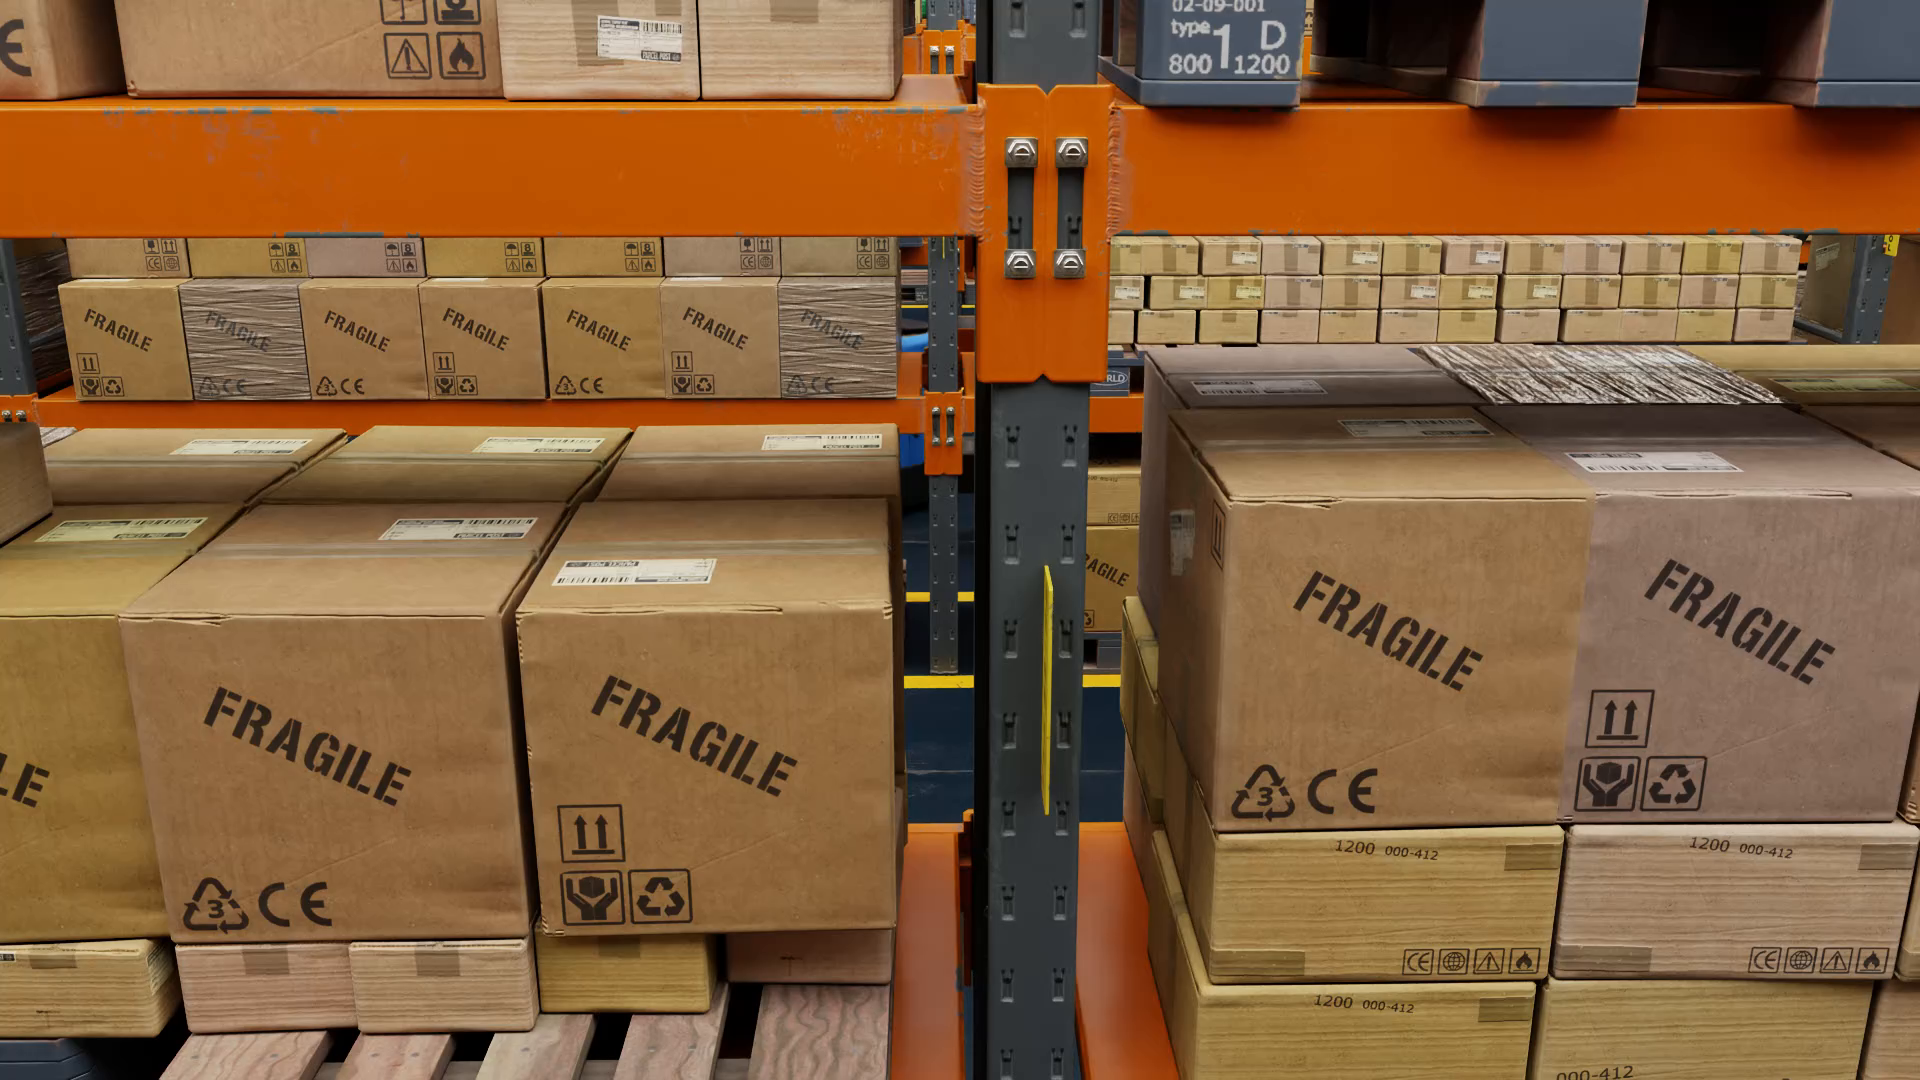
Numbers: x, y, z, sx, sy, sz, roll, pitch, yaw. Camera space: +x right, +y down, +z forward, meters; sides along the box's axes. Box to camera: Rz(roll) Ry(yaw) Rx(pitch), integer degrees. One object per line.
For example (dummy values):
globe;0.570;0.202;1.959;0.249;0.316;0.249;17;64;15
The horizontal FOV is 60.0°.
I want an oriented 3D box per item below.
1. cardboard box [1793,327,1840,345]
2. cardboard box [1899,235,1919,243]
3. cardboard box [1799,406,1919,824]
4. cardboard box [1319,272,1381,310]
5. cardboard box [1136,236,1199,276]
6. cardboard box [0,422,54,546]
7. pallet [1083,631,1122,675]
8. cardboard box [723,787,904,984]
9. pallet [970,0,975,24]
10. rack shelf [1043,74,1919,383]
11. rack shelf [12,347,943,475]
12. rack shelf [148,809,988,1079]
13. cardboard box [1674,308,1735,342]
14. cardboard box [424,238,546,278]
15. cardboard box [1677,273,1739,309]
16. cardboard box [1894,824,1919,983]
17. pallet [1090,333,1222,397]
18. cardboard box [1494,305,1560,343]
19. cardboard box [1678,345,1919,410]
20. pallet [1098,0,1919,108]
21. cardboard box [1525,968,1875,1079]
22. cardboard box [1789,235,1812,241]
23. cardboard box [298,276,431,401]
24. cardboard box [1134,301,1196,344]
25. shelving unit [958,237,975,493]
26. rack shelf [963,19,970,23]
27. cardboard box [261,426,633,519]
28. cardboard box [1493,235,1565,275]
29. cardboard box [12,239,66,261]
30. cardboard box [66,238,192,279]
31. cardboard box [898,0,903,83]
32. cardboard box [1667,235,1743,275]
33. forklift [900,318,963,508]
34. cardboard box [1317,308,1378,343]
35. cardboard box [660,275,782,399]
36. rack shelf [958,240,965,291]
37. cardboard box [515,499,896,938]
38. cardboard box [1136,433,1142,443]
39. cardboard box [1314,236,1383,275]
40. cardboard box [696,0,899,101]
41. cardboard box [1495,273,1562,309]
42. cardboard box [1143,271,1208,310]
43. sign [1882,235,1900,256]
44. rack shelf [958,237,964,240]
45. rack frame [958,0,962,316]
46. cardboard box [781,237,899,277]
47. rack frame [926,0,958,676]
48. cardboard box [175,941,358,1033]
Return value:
cardboard box;4.201;-0.933;7.957;0.250;0.149;0.380;0;18;-1
cardboard box;4.374;-1.573;7.253;0.500;0.500;0.500;0;18;0
cardboard box;1.609;0.096;2.537;0.500;0.500;0.500;0;18;1
cardboard box;1.693;-1.130;7.397;0.250;0.149;0.380;0;18;-1
cardboard box;0.898;-1.269;7.343;0.250;0.149;0.380;0;18;-1
cardboard box;-1.533;-0.053;2.403;0.250;0.149;0.380;-1;18;-3
pallet;0.701;0.364;8.068;1.213;0.211;1.003;0;18;-1
cardboard box;-0.226;0.544;2.665;0.250;0.149;0.380;0;18;1
pallet;0.585;-3.834;11.986;1.003;0.211;1.213;1;18;2
rack shelf;2.098;-0.545;2.602;4.000;0.370;1.077;0;18;-1
rack shelf;-2.080;-0.608;7.711;4.000;0.370;1.077;0;18;-1
rack shelf;-1.901;0.903;3.000;4.000;0.370;1.077;0;18;-1
cardboard box;3.265;-0.996;7.467;0.250;0.149;0.380;0;18;-1
cardboard box;-2.059;-1.477;7.440;0.500;0.500;0.700;0;18;-1
cardboard box;3.261;-1.138;7.421;0.250;0.149;0.380;0;18;0
cardboard box;1.624;0.456;2.642;0.500;0.250;0.500;0;18;-1
pallet;0.630;-0.905;7.773;1.003;0.211;1.213;0;18;-1
cardboard box;2.487;-0.992;7.452;0.250;0.149;0.380;-1;18;-3
cardboard box;1.621;-0.061;3.026;0.500;0.500;0.500;0;18;-1
pallet;0.741;-0.807;2.551;1.003;0.211;1.213;1;18;2
cardboard box;1.105;0.689;2.735;0.500;0.250;0.500;-1;18;-2
cardboard box;6.062;-2.285;12.172;0.250;0.149;0.380;0;18;0
cardboard box;-2.545;-0.914;7.321;0.500;0.500;0.500;0;18;-1
cardboard box;0.908;-0.984;7.429;0.250;0.149;0.380;1;18;2
shelving unit;0.166;-1.001;9.229;0.503;2.100;0.431;0;18;-1
rack shelf;1.864;-5.084;16.753;4.000;0.370;1.077;0;18;-1
cardboard box;-0.876;0.098;2.994;0.500;0.500;0.500;1;18;2
cardboard box;2.485;-1.278;7.372;0.250;0.149;0.380;-1;18;-3
cardboard box;-4.450;-1.536;7.411;0.550;0.550;0.875;0;18;-1
cardboard box;-3.584;-1.469;7.416;0.500;0.500;0.700;-1;18;-2
cardboard box;-0.219;-0.808;2.657;0.250;0.149;0.380;0;18;-1
cardboard box;3.252;-1.280;7.378;0.250;0.149;0.380;-1;18;-3
forklift;-1.373;-1.858;10.541;3.031;2.935;1.130;17;24;42
cardboard box;1.696;-0.988;7.442;0.250;0.149;0.380;0;18;0
cardboard box;-1.025;-0.922;7.348;0.500;0.500;0.500;0;18;-1
rack shelf;1.942;-2.143;12.495;4.000;0.370;1.077;0;18;-1
cardboard box;-0.352;0.249;2.524;0.500;0.500;0.500;-1;18;-2
cardboard box;1.104;-0.417;8.113;0.500;0.250;0.500;0;18;0
cardboard box;1.699;-1.274;7.359;0.250;0.149;0.380;0;18;1
cardboard box;-0.213;-0.692;2.296;0.250;0.149;0.380;0;18;-1
cardboard box;2.479;-1.134;7.409;0.250;0.149;0.380;-1;18;-4
cardboard box;0.944;-1.128;7.390;0.250;0.149;0.380;-1;18;-3
sign;3.931;-1.362;6.986;0.005;0.325;0.100;0;18;-1
rack shelf;0.166;-1.654;9.020;0.480;0.518;0.431;0;18;-1
rack frame;-0.058;-2.476;12.355;0.127;3.000;1.000;0;18;-1
cardboard box;-0.530;-1.485;7.466;0.500;0.500;0.700;0;18;-1
rack frame;-0.081;-0.961;7.632;0.127;3.000;1.000;0;18;-1
cardboard box;-0.995;0.581;2.550;0.250;0.149;0.380;-1;18;-3
